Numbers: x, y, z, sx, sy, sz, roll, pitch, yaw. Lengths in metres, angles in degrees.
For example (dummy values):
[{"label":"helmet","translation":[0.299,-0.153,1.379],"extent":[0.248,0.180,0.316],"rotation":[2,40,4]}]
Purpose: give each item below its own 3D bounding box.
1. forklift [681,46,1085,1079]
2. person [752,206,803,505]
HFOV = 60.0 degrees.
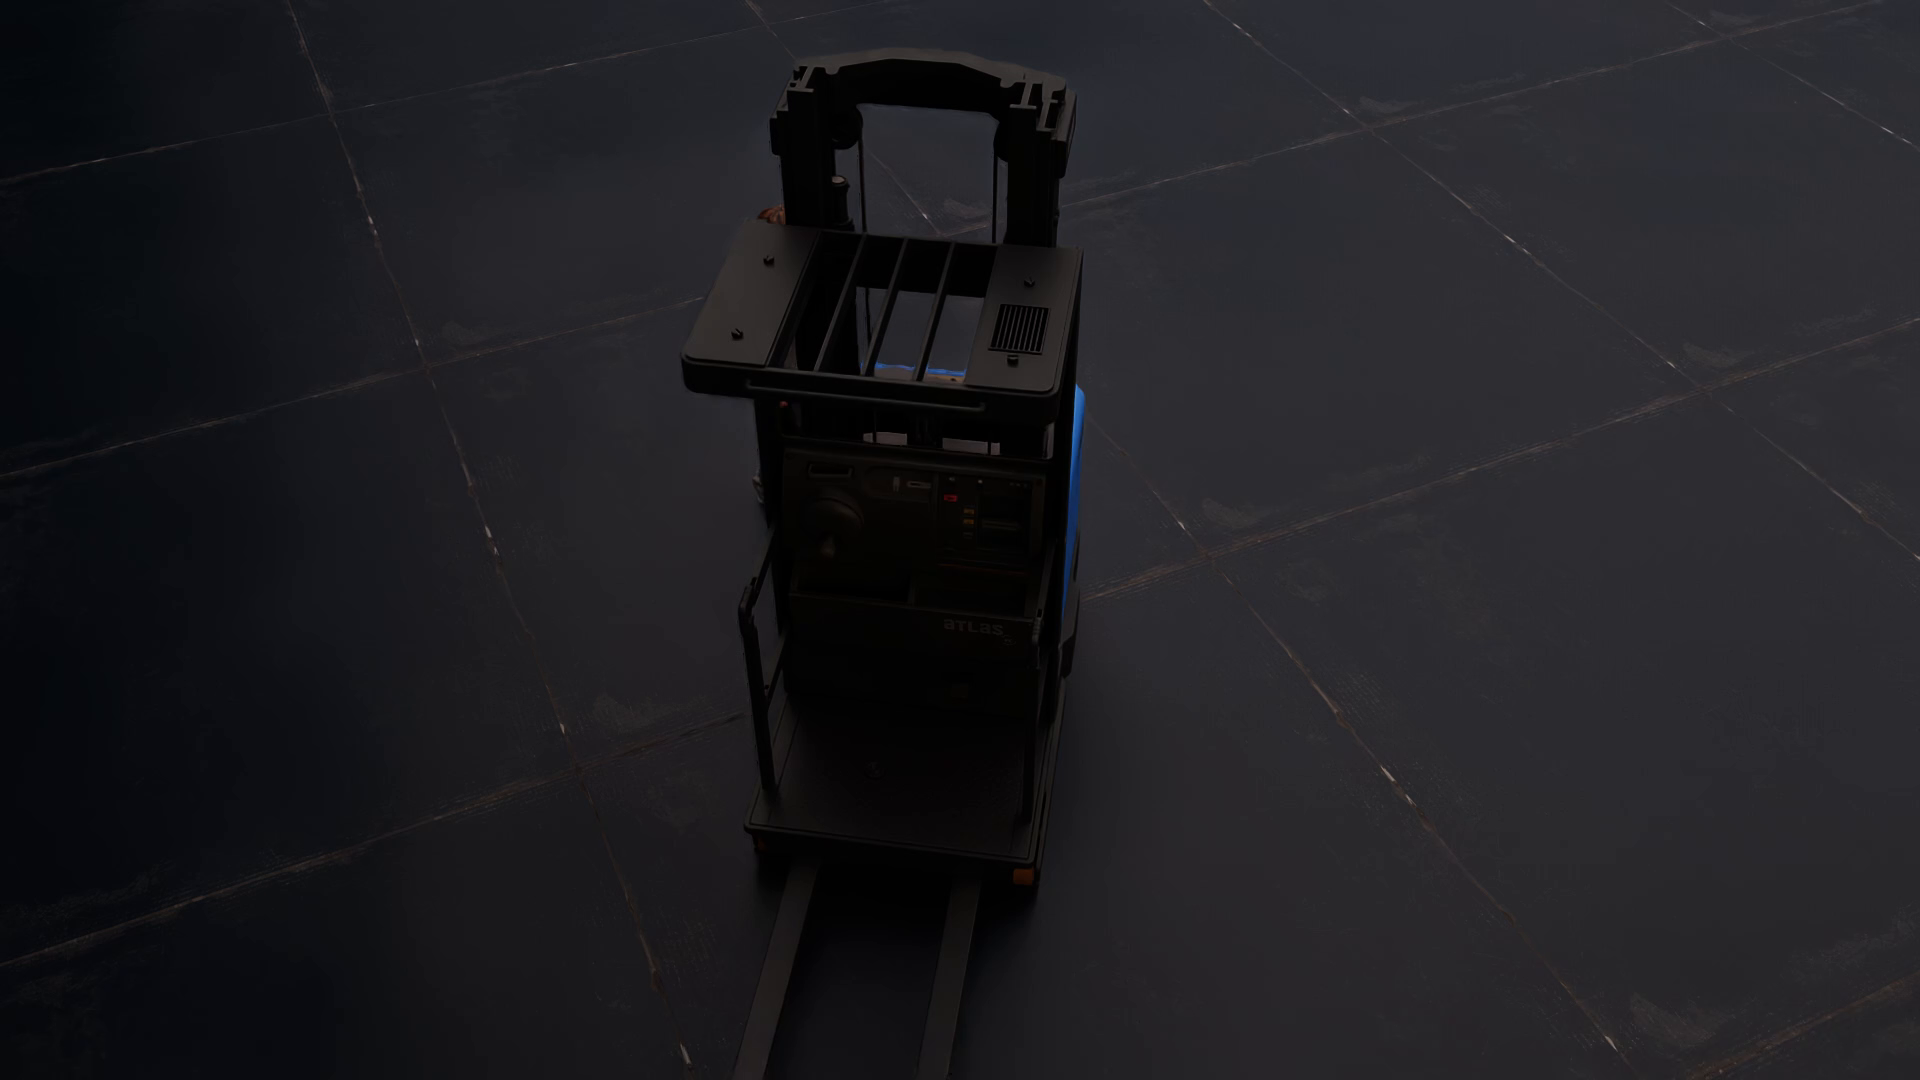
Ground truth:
[{"label":"forklift","translation":[-0.198,-0.010,5.690],"extent":[1.130,2.935,3.031],"rotation":[6,43,6]},{"label":"person","translation":[-0.827,-0.831,7.572],"extent":[0.357,1.570,0.651],"rotation":[-6,43,-7]}]
